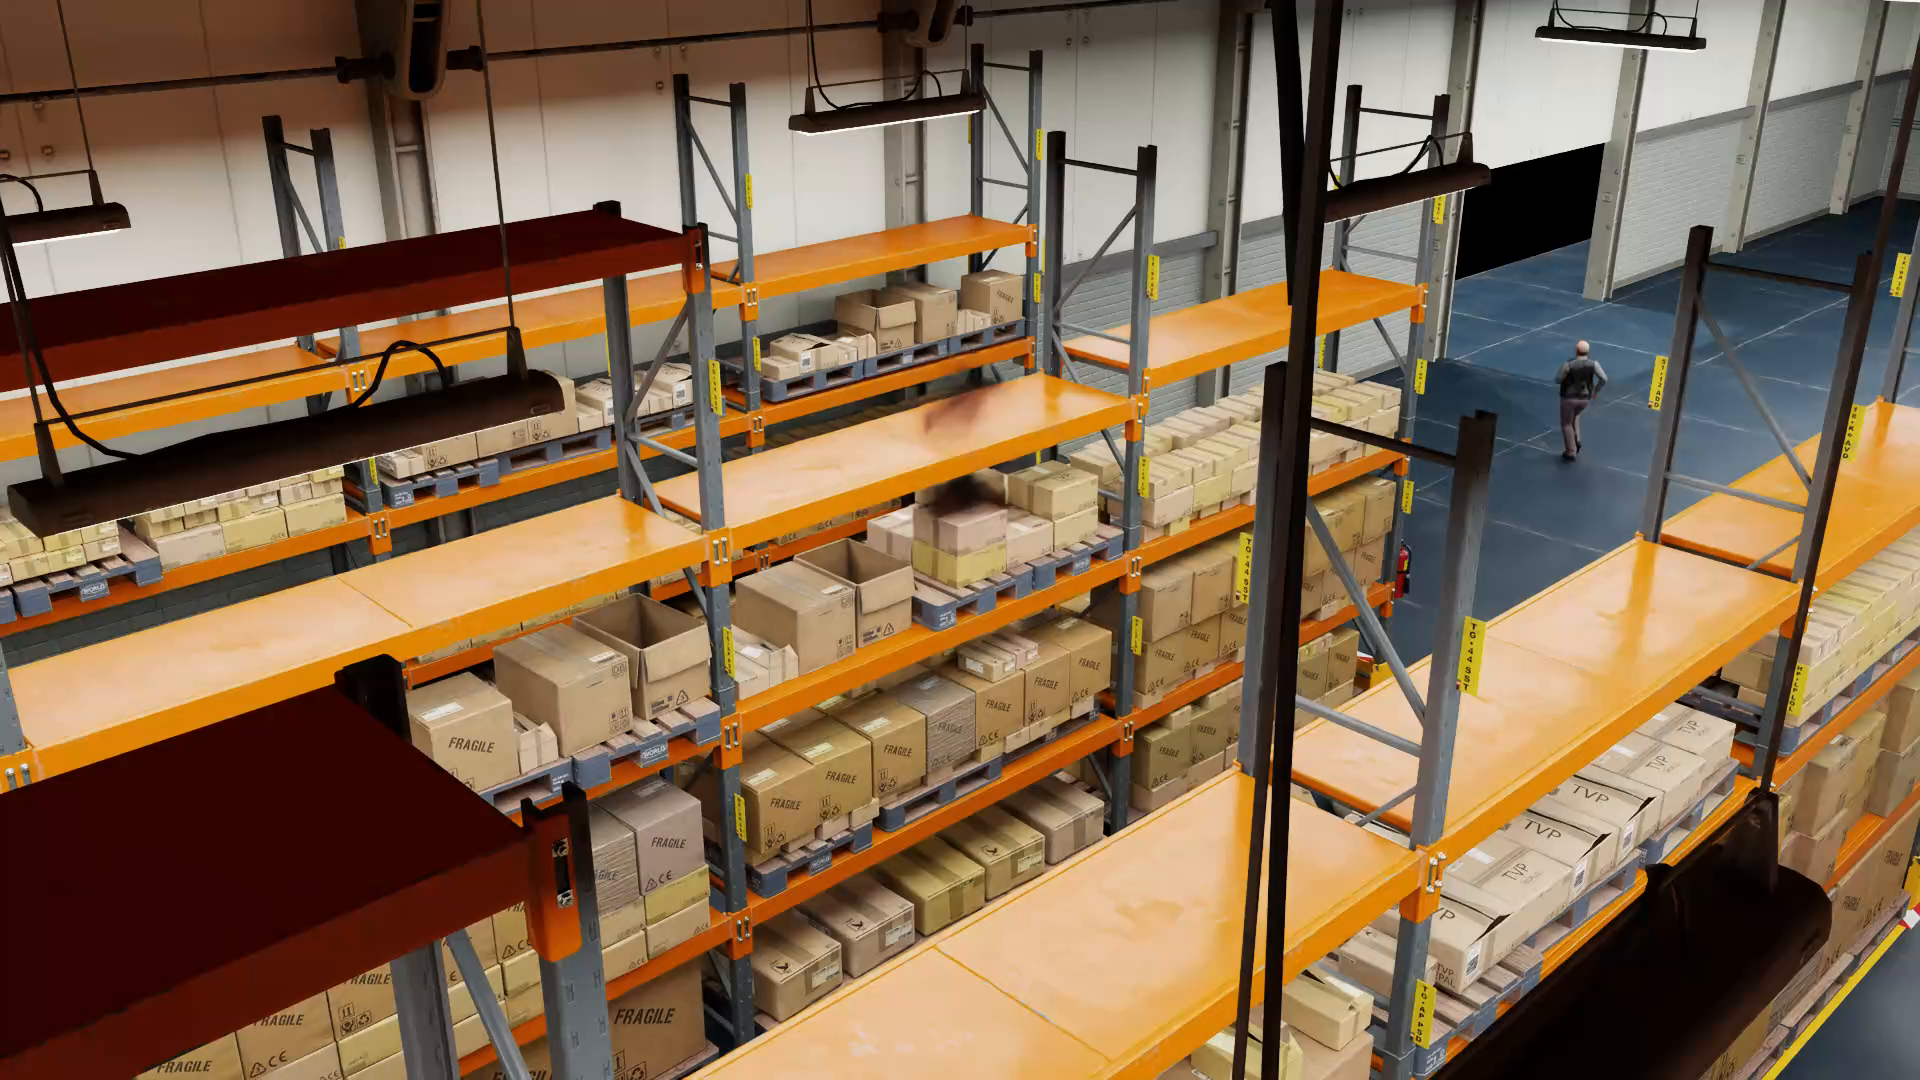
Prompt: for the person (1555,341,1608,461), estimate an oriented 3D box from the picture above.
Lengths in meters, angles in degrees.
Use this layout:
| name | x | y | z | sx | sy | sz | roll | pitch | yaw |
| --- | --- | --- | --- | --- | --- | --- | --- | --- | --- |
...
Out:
| name | x | y | z | sx | sy | sz | roll | pitch | yaw |
| --- | --- | --- | --- | --- | --- | --- | --- | --- | --- |
| person | 8.650 | -1.978 | 23.402 | 0.629 | 1.718 | 0.693 | -2 | 23 | -5 |
